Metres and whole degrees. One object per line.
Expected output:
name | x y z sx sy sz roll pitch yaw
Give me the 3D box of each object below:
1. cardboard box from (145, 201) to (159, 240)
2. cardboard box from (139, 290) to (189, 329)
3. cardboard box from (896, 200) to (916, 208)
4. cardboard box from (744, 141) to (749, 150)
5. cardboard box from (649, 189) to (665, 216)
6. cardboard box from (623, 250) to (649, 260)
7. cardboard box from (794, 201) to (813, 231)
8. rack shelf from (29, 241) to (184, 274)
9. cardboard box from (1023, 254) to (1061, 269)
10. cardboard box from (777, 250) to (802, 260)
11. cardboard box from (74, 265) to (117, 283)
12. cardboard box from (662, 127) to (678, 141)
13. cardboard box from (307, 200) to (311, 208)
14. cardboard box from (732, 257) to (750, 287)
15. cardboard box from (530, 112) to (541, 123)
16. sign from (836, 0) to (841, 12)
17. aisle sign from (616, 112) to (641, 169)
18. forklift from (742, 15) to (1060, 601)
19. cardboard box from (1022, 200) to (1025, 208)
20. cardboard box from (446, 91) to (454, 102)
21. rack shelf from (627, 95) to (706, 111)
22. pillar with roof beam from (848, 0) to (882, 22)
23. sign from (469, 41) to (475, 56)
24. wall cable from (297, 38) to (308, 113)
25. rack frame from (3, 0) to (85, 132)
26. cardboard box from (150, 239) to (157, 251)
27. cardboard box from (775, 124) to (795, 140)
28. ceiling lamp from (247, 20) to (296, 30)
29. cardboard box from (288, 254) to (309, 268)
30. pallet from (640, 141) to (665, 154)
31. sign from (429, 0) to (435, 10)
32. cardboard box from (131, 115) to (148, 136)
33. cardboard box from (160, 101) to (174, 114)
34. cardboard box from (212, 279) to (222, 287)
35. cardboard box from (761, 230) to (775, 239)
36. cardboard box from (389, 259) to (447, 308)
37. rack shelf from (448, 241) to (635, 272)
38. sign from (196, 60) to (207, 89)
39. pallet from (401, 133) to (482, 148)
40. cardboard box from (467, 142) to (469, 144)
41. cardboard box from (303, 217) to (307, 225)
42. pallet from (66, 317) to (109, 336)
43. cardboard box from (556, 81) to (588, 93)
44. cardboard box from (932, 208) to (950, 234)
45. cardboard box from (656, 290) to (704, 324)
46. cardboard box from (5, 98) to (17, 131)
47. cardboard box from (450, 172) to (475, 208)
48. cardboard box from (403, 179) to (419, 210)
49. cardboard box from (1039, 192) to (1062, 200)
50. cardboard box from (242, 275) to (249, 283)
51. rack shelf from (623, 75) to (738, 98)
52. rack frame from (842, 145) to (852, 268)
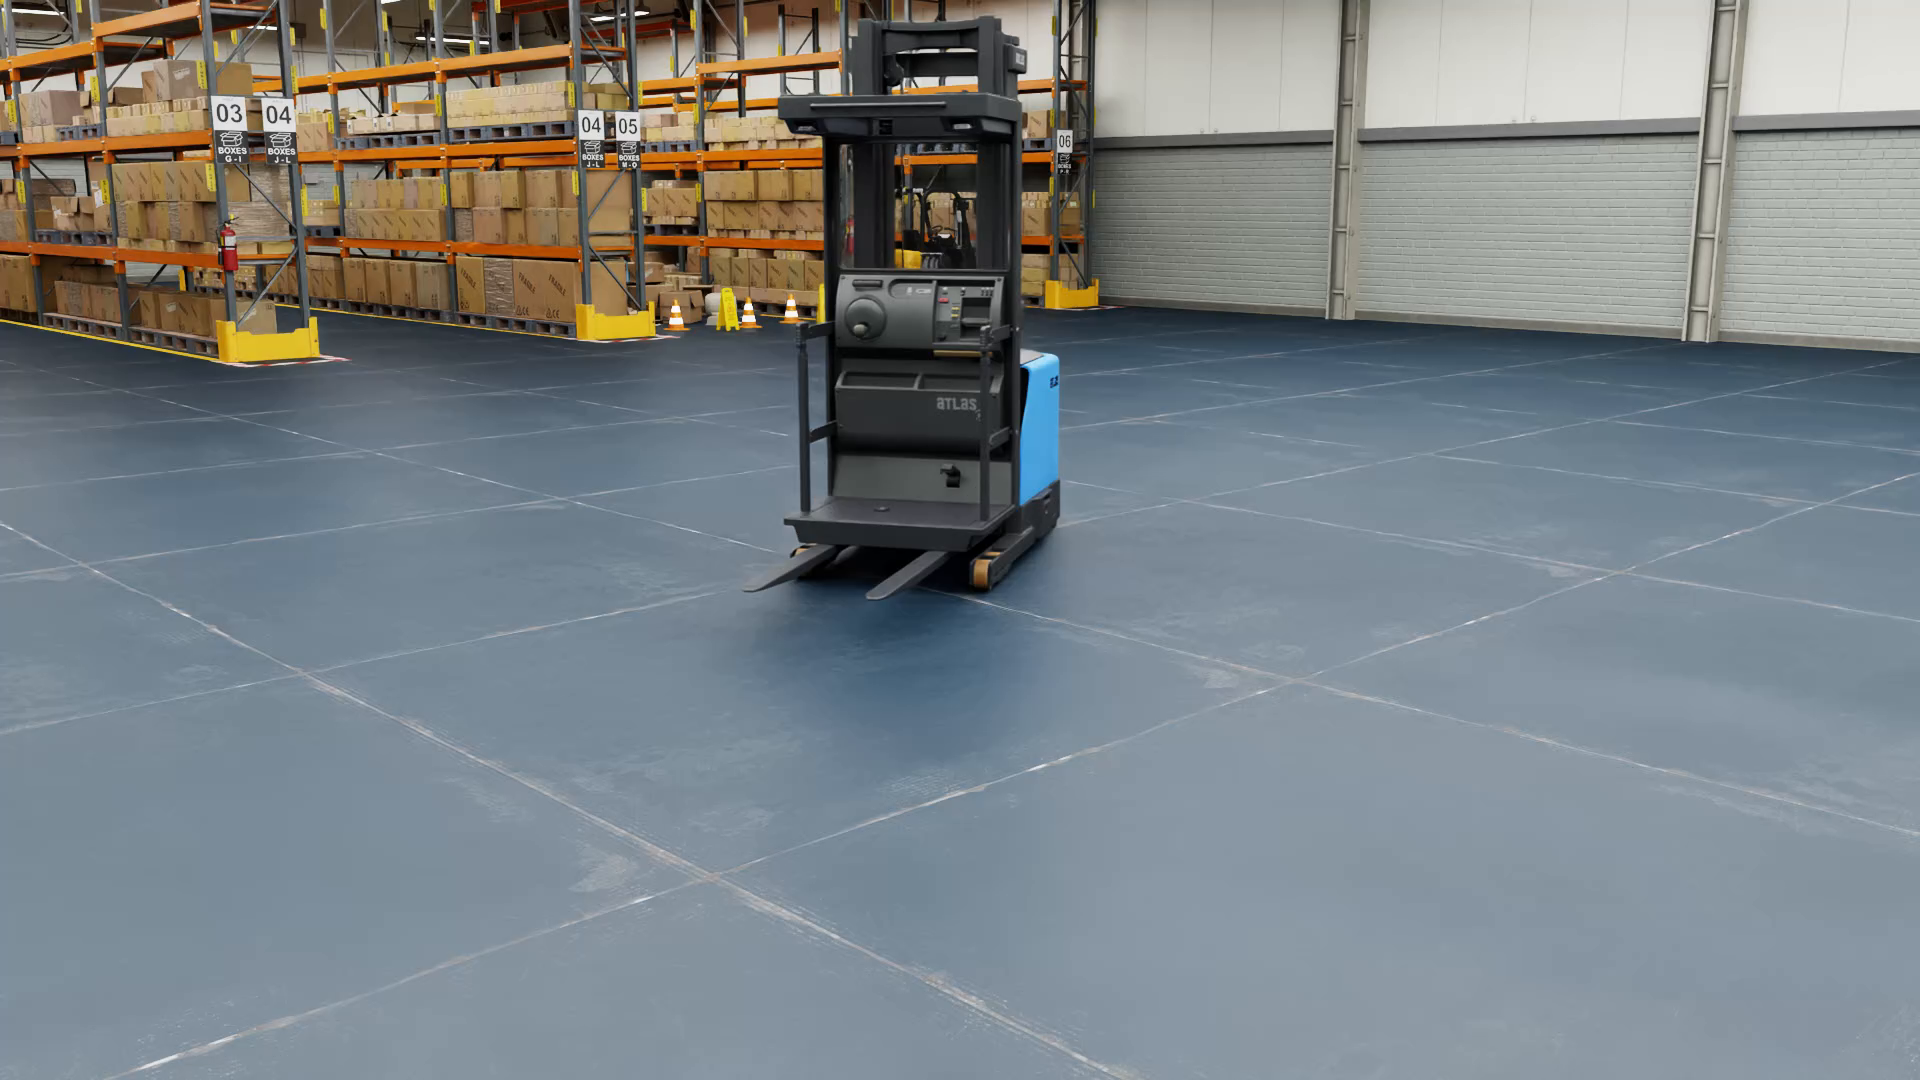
cardboard box | -10.441 -4.322 22.473 0.875 0.500 0.500 -11 16 -43
cardboard box | -11.198 -3.256 23.437 0.500 0.500 0.500 11 16 43
cardboard box | -1.087 -6.798 33.616 0.380 0.149 0.250 -10 15 -41
cardboard box | -3.528 -6.837 28.851 0.250 0.149 0.380 11 16 43
cardboard box | -5.458 -6.304 31.050 0.500 0.500 0.500 -10 15 -41
cardboard box | -8.061 -6.912 41.181 0.700 0.500 0.500 -10 15 -40
cardboard box | -2.432 -5.445 27.923 0.500 0.500 0.500 -11 16 -42
rack shelf | -12.826 -4.278 25.027 1.077 0.370 4.000 -11 16 -43
cardboard box | 1.528 -5.201 31.016 0.500 0.250 0.500 -10 15 -41
cardboard box | -2.911 -4.881 28.474 0.380 0.149 0.250 -10 15 -40
cardboard box | -13.349 -4.111 25.680 0.500 0.250 0.500 -9 14 -36
cardboard box | -5.132 -7.461 30.588 0.500 0.250 0.500 -11 16 -42
cardboard box | -11.573 -6.056 29.979 0.380 0.149 0.250 -10 15 -41
cardboard box | -3.687 -4.746 29.428 0.500 0.500 0.500 -10 15 -40
cardboard box | -6.026 -6.145 24.203 0.380 0.149 0.250 -11 16 -42
sign | -1.931 -8.535 26.330 0.100 0.325 0.005 -11 16 -43
aisle sign | -4.760 -5.736 23.877 0.394 0.787 0.004 -11 16 -43
forklift | -0.277 -1.261 8.771 1.130 2.935 3.031 3 12 15
cardboard box | 1.297 -6.286 31.133 0.380 0.149 0.250 -11 16 -42
cardboard box | -7.783 -6.906 25.923 0.380 0.149 0.250 -11 16 -42
rack shelf | -7.596 -10.456 40.151 1.077 0.370 4.000 -11 16 -43
pillar with roof beam | -5.014 -9.269 32.603 9.100 9.000 0.548 -11 16 -43
sign | -10.221 -10.287 34.834 0.100 0.325 0.005 -11 16 -43
wall cable | -16.697 -11.200 41.974 0.463 3.000 0.029 -11 16 -43
rack frame | -14.208 -7.861 25.765 1.000 3.000 0.127 -11 16 -43
cardboard box | -10.633 -3.963 22.338 0.380 0.149 0.250 -11 16 -43
cardboard box | -2.772 -6.863 27.991 0.500 0.250 0.500 -10 16 -41
ceiling lamp | -16.172 -13.322 37.808 2.000 3.185 0.800 -11 16 -43
cardboard box | -12.275 -5.234 31.180 0.500 0.250 0.500 -10 15 -40
pallet | -5.345 -7.353 31.198 1.213 0.211 1.003 -11 16 -43
sign | -8.172 -8.372 25.737 0.100 0.325 0.005 -11 16 -43
cardboard box | -10.615 -5.483 22.027 0.500 0.250 0.500 11 16 43
cardboard box | -9.994 -5.534 21.288 0.250 0.149 0.380 11 16 42
cardboard box | -15.077 -5.268 34.071 0.250 0.149 0.380 11 16 42
cardboard box | -3.221 -5.285 28.753 0.380 0.149 0.250 -11 16 -43
cardboard box | -8.945 -4.338 28.070 1.050 0.750 0.750 -11 16 -43
rack shelf | -6.407 -4.371 25.476 1.077 0.370 4.000 -11 16 -43
sign | -9.098 -5.583 19.951 0.100 0.325 0.005 -11 16 -43
pallet | -8.457 -6.518 27.153 1.217 0.209 0.805 11 16 43
cardboard box | -10.475 -8.594 35.802 0.396 0.266 0.258 -10 15 -41
cardboard box | -11.741 -5.800 30.214 0.380 0.149 0.250 -11 16 -43
pallet | -12.831 -3.265 25.234 1.003 0.211 1.213 -11 16 -43
cardboard box | -5.504 -6.425 23.586 0.380 0.149 0.250 -11 16 -42
cardboard box | -0.201 -6.286 32.741 0.500 0.500 0.500 -11 16 -42
cardboard box | -4.559 -3.817 27.190 0.637 0.503 0.797 1 12 6
cardboard box | -14.681 -6.727 26.399 0.797 0.503 0.637 -10 15 -39
cardboard box | -7.558 -5.559 26.412 0.875 0.550 0.550 -11 16 -43
cardboard box | -8.841 -5.774 27.779 0.700 0.500 0.500 -11 16 -42
cardboard box | 1.672 -6.363 30.772 0.380 0.149 0.250 -11 16 -42
cardboard box | -13.956 -5.177 32.894 0.250 0.149 0.380 11 16 42
rack shelf | -5.659 -8.402 31.165 1.077 0.370 4.000 -11 16 -43
rack frame | -1.515 -5.136 27.407 1.000 3.000 0.127 -11 16 -43
